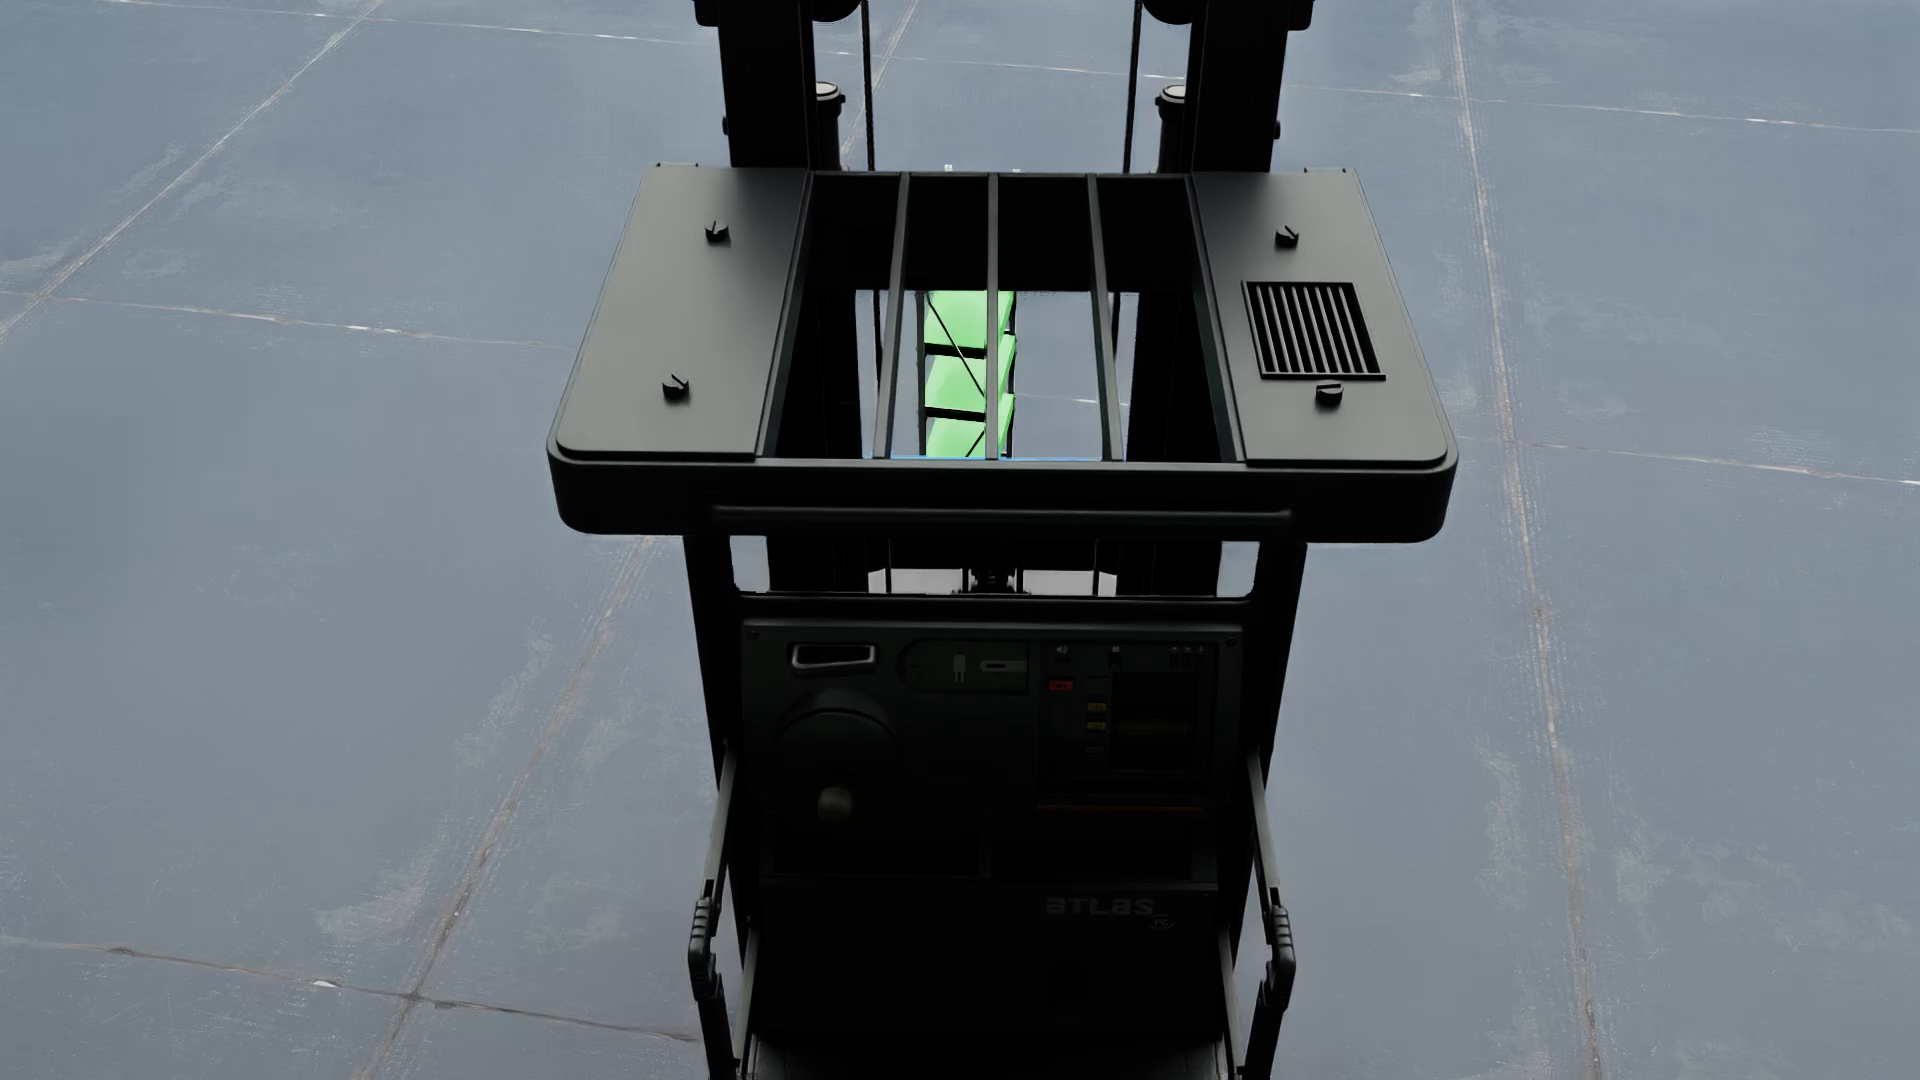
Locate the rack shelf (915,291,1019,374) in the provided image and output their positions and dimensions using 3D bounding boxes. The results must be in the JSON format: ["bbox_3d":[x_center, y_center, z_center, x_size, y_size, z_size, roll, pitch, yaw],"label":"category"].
[{"bbox_3d":[0.029,-0.702,5.381,0.258,0.148,0.480,6,40,8],"label":"rack shelf"}]

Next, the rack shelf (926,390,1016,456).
[{"bbox_3d":[0.029,-0.332,5.687,0.258,0.148,0.480,6,40,8],"label":"rack shelf"}]

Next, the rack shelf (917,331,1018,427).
[{"bbox_3d":[0.029,-0.517,5.534,0.258,0.148,0.480,6,40,8],"label":"rack shelf"}]

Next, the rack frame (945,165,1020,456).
[{"bbox_3d":[0.071,-0.719,5.679,0.240,1.200,0.015,6,40,8],"label":"rack frame"}]

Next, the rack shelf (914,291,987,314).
[{"bbox_3d":[0.029,-0.887,5.228,0.258,0.148,0.480,6,40,8],"label":"rack shelf"}]

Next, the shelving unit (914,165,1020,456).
[{"bbox_3d":[0.029,-0.566,5.493,0.258,1.200,0.503,6,40,8],"label":"shelving unit"}]

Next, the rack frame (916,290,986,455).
[{"bbox_3d":[-0.014,-0.413,5.308,0.240,1.200,0.015,6,40,8],"label":"rack frame"}]

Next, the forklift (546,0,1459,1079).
[{"bbox_3d":[0.056,0.414,2.949,1.130,2.935,3.031,1,40,1],"label":"forklift"}]
